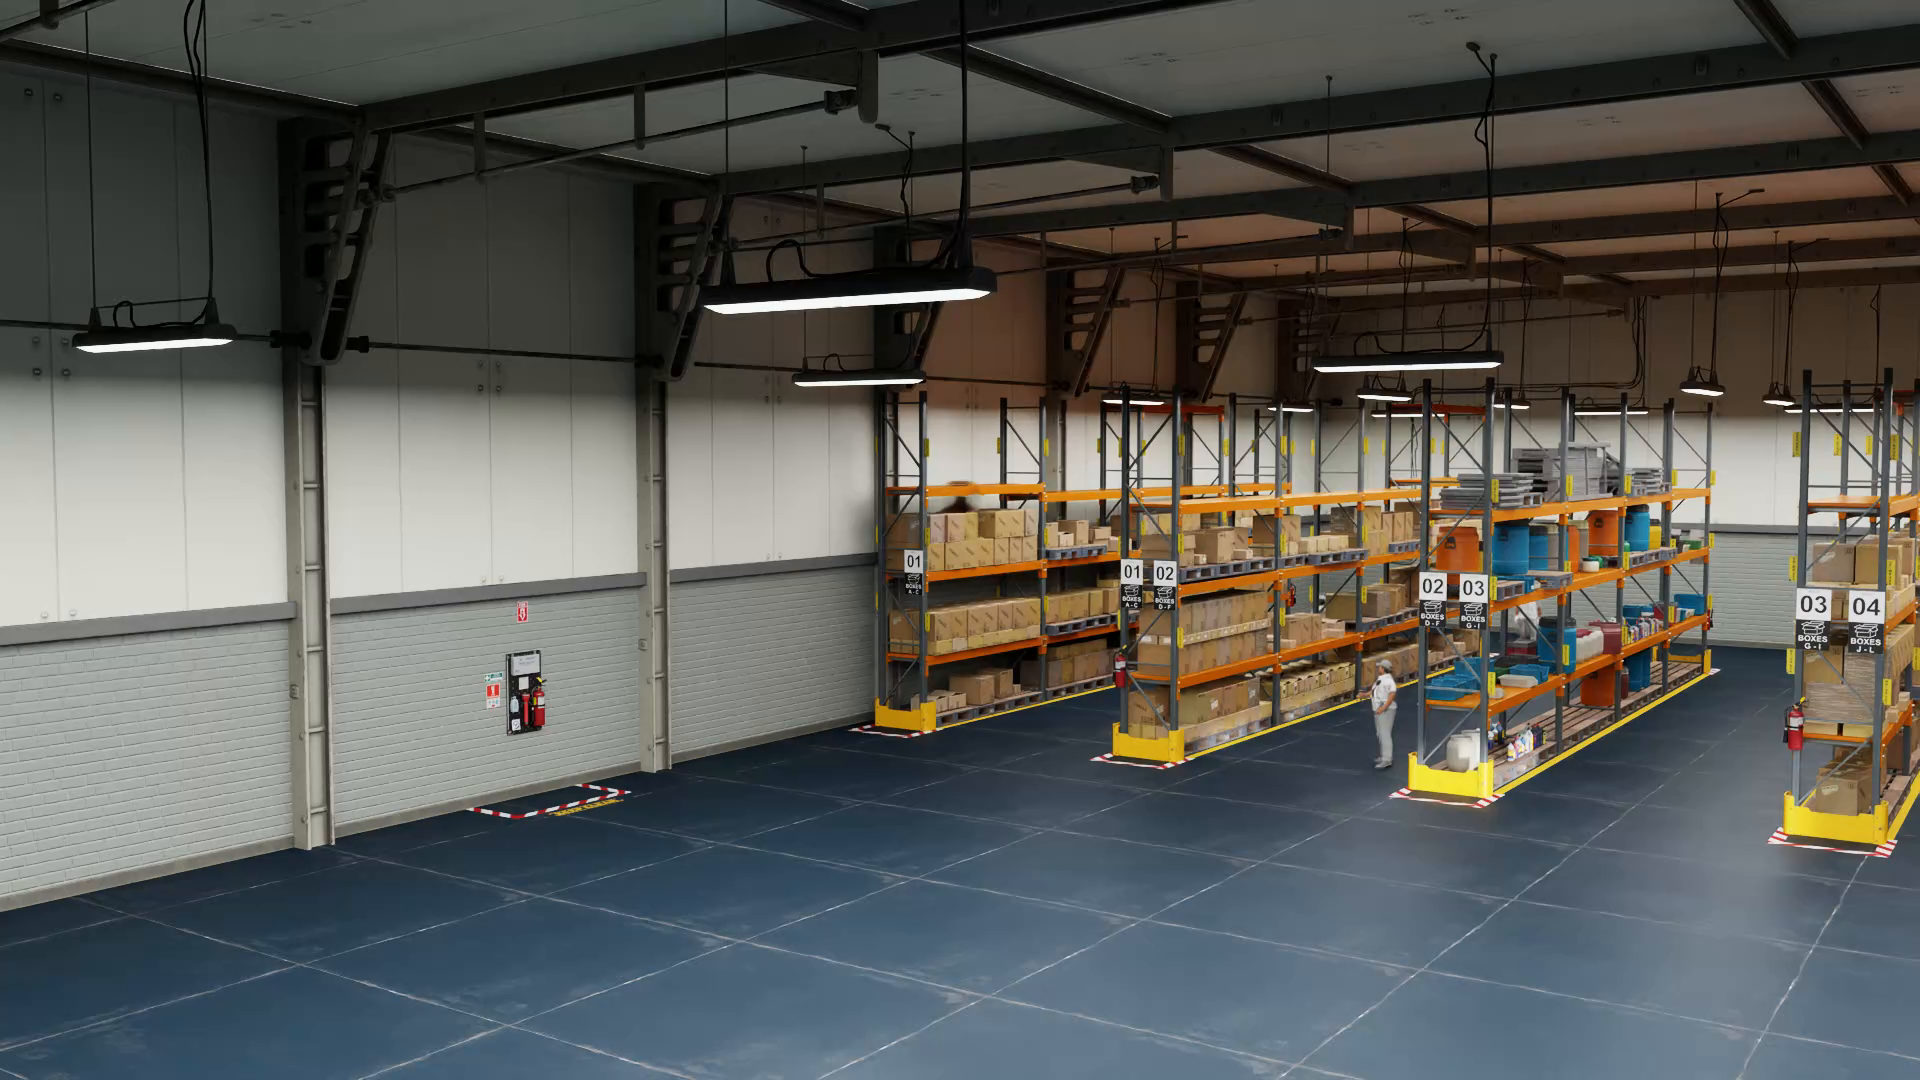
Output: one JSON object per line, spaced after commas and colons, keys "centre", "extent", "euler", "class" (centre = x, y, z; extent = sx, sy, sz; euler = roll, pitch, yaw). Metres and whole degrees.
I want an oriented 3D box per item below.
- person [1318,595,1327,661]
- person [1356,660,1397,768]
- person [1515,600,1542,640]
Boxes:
{"centre": [8.061, 2.079, 37.325], "extent": [0.333, 1.678, 0.504], "euler": [2, 4, 26], "class": "person"}
{"centre": [6.592, 2.731, 26.282], "extent": [0.610, 1.692, 0.671], "euler": [0, 3, 6], "class": "person"}
{"centre": [13.707, 1.907, 40.106], "extent": [0.651, 1.745, 1.025], "euler": [0, 3, 7], "class": "person"}
